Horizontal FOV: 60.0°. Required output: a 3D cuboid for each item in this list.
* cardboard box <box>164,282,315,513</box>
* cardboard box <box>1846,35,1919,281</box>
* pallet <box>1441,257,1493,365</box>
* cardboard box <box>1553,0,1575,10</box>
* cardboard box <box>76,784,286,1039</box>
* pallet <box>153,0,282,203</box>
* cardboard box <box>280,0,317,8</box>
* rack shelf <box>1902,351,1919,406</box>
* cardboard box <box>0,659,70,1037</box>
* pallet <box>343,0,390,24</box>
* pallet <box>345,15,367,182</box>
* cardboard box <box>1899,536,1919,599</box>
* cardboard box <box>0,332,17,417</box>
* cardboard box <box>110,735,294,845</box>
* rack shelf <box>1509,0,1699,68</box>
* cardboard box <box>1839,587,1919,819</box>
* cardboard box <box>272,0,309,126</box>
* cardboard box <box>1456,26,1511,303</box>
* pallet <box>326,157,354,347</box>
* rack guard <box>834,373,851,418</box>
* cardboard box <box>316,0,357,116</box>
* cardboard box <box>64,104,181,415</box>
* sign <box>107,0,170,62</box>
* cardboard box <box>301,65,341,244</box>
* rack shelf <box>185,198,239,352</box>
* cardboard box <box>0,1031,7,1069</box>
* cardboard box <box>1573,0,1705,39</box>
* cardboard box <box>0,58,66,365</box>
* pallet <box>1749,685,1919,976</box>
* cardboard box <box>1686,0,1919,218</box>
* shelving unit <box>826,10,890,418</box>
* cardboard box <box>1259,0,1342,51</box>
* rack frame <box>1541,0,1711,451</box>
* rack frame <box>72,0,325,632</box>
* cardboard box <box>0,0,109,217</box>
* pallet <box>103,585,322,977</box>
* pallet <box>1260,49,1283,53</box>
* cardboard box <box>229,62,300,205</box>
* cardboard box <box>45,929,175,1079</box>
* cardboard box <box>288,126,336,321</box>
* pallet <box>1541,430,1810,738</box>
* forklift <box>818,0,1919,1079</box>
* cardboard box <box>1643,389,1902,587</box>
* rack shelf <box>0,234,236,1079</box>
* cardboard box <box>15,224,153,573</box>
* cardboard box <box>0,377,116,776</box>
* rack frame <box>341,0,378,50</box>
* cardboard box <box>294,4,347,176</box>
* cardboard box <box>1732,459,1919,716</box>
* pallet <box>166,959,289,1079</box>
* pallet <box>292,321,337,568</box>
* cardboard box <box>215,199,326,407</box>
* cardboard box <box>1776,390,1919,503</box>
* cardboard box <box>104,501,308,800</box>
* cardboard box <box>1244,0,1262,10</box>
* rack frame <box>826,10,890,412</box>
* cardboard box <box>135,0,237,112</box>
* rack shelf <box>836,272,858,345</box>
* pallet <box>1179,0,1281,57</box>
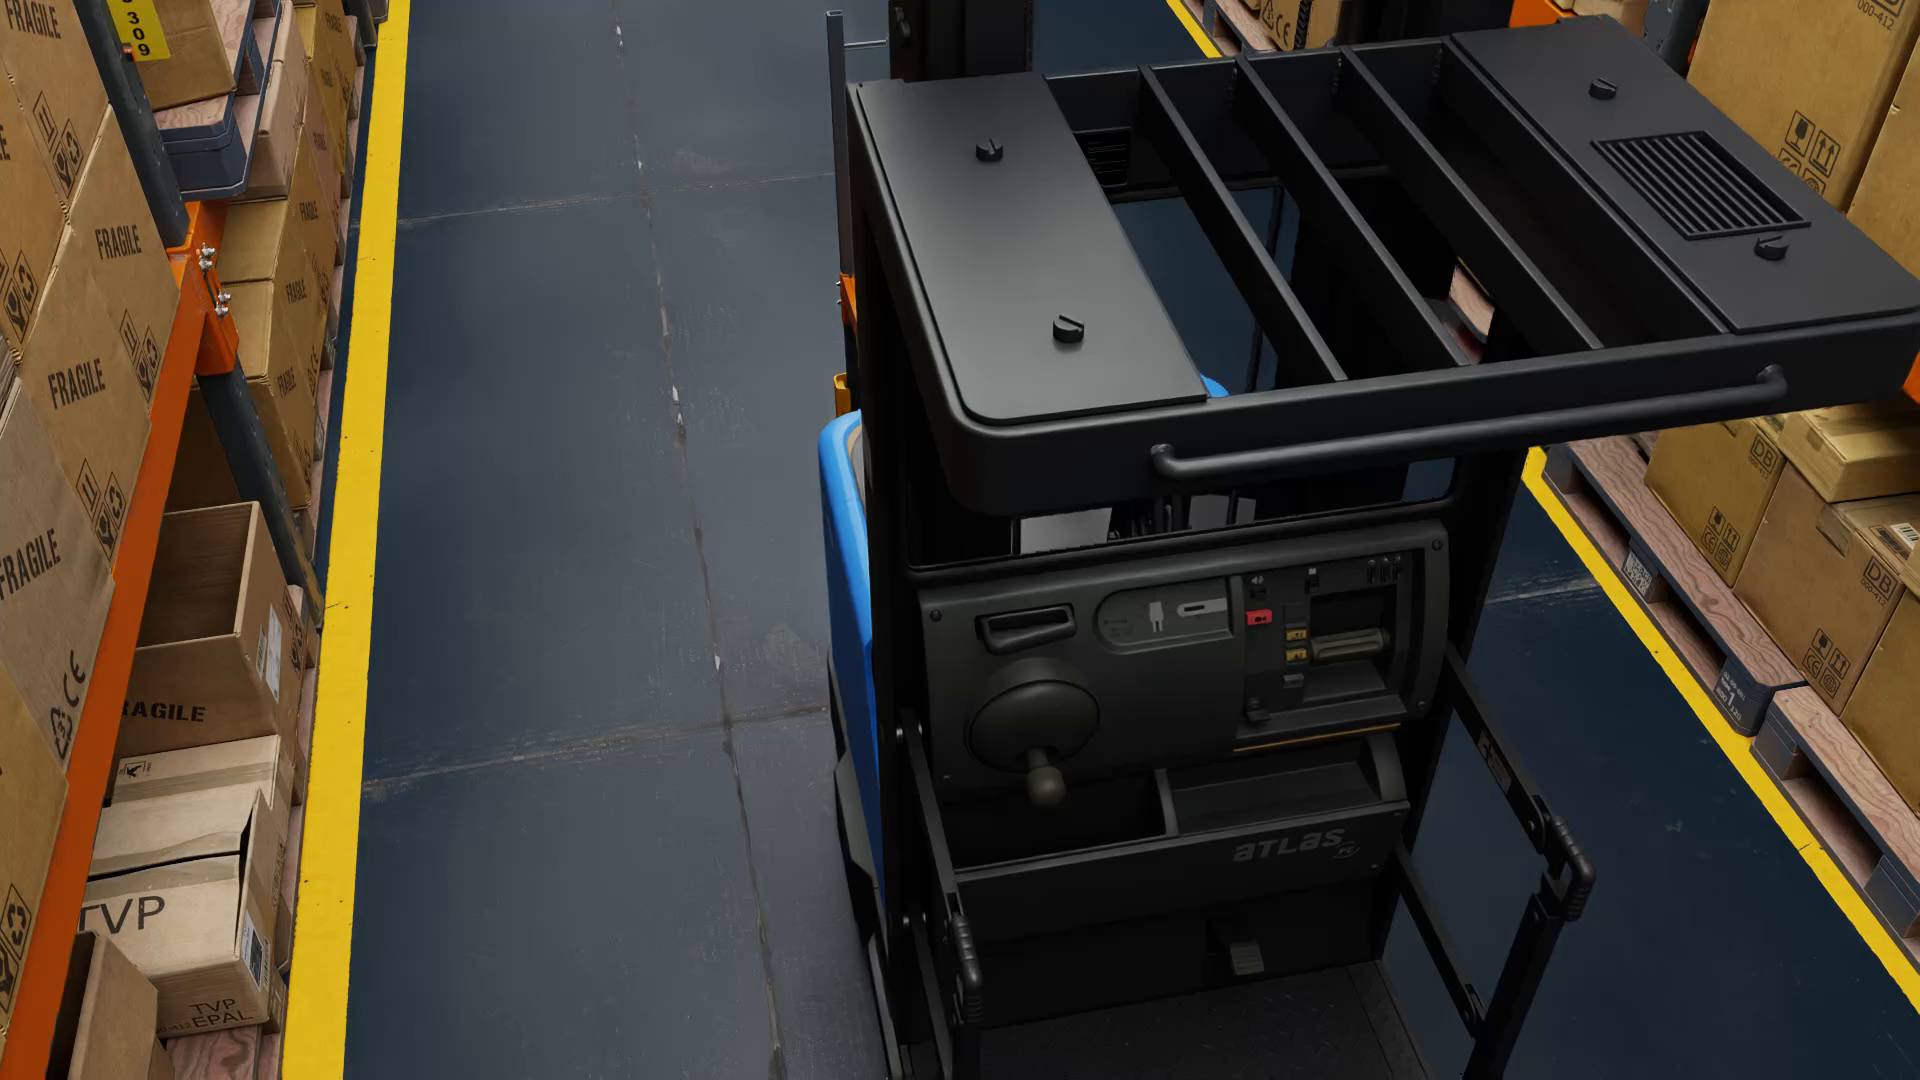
[{"bbox_3d":[-2.265,-0.399,4.992,0.500,0.500,0.500,-10,43,-11],"label":"cardboard box"},{"bbox_3d":[2.691,-0.818,3.685,0.980,0.700,0.700,-9,42,-10],"label":"cardboard box"},{"bbox_3d":[2.198,-0.980,6.195,1.003,0.211,1.213,-8,42,-9],"label":"pallet"},{"bbox_3d":[2.011,-1.786,5.176,0.380,0.149,0.250,-8,42,-8],"label":"cardboard box"},{"bbox_3d":[-1.836,0.835,3.744,0.500,0.311,0.500,-8,42,-9],"label":"cardboard box"},{"bbox_3d":[-2.464,-1.283,4.580,1.003,0.211,1.213,-8,42,-9],"label":"pallet"},{"bbox_3d":[-2.814,-2.316,6.586,0.500,0.250,0.500,-7,42,-8],"label":"cardboard box"},{"bbox_3d":[2.870,0.032,3.496,1.077,0.370,4.000,-8,42,-9],"label":"rack shelf"},{"bbox_3d":[-1.701,0.425,2.436,0.500,0.500,0.500,-8,42,-9],"label":"cardboard box"},{"bbox_3d":[-3.401,-2.910,8.369,1.003,0.211,1.213,-8,42,-9],"label":"pallet"},{"bbox_3d":[-3.137,-1.882,7.211,1.003,0.211,1.213,-8,42,-9],"label":"pallet"},{"bbox_3d":[2.508,0.088,3.970,0.380,0.149,0.250,-9,42,-11],"label":"cardboard box"},{"bbox_3d":[-1.814,-0.283,2.481,0.500,0.500,0.500,-8,42,-9],"label":"cardboard box"},{"bbox_3d":[-1.859,0.644,4.081,0.380,0.149,0.250,-8,42,-9],"label":"cardboard box"},{"bbox_3d":[2.006,-2.561,6.417,1.077,0.370,4.000,-8,42,-9],"label":"rack shelf"},{"bbox_3d":[2.713,0.403,4.103,0.700,0.500,0.500,-7,42,-8],"label":"cardboard box"},{"bbox_3d":[-2.589,-1.653,5.839,0.500,0.250,0.500,-9,42,-10],"label":"cardboard box"},{"bbox_3d":[2.171,-1.289,5.746,0.750,0.750,0.750,-8,42,-9],"label":"cardboard box"},{"bbox_3d":[-2.877,-1.092,6.322,1.003,0.211,1.213,-8,42,-9],"label":"pallet"},{"bbox_3d":[-0.124,-0.466,5.586,0.587,0.250,0.087,-8,42,-9],"label":"rack guard"},{"bbox_3d":[-2.830,-2.071,6.875,0.500,0.500,0.500,-7,42,-8],"label":"cardboard box"},{"bbox_3d":[-2.040,-0.571,3.559,0.500,0.500,0.500,-8,42,-9],"label":"cardboard box"},{"bbox_3d":[-1.870,-1.228,3.721,0.100,0.325,0.005,-8,42,-9],"label":"sign"},{"bbox_3d":[-2.600,-1.396,6.115,0.500,0.500,0.500,-10,43,-11],"label":"cardboard box"},{"bbox_3d":[-2.830,-1.848,5.615,1.077,0.370,4.000,-8,42,-9],"label":"rack shelf"},{"bbox_3d":[-1.595,0.750,2.071,0.500,0.500,0.500,-8,42,-9],"label":"cardboard box"},{"bbox_3d":[2.089,-1.625,4.996,0.380,0.149,0.250,-8,42,-9],"label":"cardboard box"},{"bbox_3d":[-1.923,-0.610,2.849,0.500,0.500,0.500,-9,42,-10],"label":"cardboard box"},{"bbox_3d":[2.792,0.806,4.183,1.003,0.211,1.213,-8,42,-9],"label":"pallet"},{"bbox_3d":[2.539,-1.291,4.219,0.980,0.700,0.700,-8,42,-9],"label":"cardboard box"},{"bbox_3d":[-0.016,-0.610,4.808,0.587,1.500,1.083,-8,42,-9],"label":"shelving unit"},{"bbox_3d":[1.788,-2.415,7.014,0.750,0.750,0.750,-9,42,-9],"label":"cardboard box"},{"bbox_3d":[2.438,-1.533,4.718,1.000,3.000,0.127,-8,42,-9],"label":"rack frame"},{"bbox_3d":[-2.398,-0.821,3.915,1.000,3.000,0.127,-8,42,-9],"label":"rack frame"},{"bbox_3d":[-2.036,-0.942,3.223,0.500,0.500,0.500,-8,42,-9],"label":"cardboard box"},{"bbox_3d":[-2.251,0.667,4.340,1.003,0.211,1.213,-8,42,-9],"label":"pallet"},{"bbox_3d":[1.931,-1.772,7.087,1.003,0.211,1.213,-8,42,-9],"label":"pallet"},{"bbox_3d":[-2.480,-1.328,5.473,0.500,0.250,0.500,-8,42,-9],"label":"cardboard box"},{"bbox_3d":[-1.988,1.165,3.227,0.797,0.503,0.637,-8,42,-9],"label":"cardboard box"},{"bbox_3d":[-2.491,-1.068,5.746,0.500,0.500,0.500,-8,42,-9],"label":"cardboard box"},{"bbox_3d":[2.526,0.014,5.076,1.003,0.211,1.213,-8,42,-9],"label":"pallet"},{"bbox_3d":[0.441,0.299,2.705,1.130,2.935,3.031,-8,42,-9],"label":"forklift"},{"bbox_3d":[2.499,-0.256,4.846,0.700,0.500,0.500,-8,42,-9],"label":"cardboard box"},{"bbox_3d":[-1.966,0.744,2.694,1.077,0.370,4.000,-8,42,-9],"label":"rack shelf"},{"bbox_3d":[-1.927,-0.237,3.182,0.500,0.500,0.500,-7,42,-8],"label":"cardboard box"},{"bbox_3d":[-1.814,0.095,2.808,0.500,0.500,0.500,-7,42,-8],"label":"cardboard box"},{"bbox_3d":[-3.262,-3.414,6.836,1.000,3.000,0.127,-8,42,-9],"label":"rack frame"},{"bbox_3d":[-2.719,-1.735,6.497,0.500,0.500,0.500,-10,43,-11],"label":"cardboard box"},{"bbox_3d":[2.604,0.070,4.478,0.700,0.500,0.500,-9,42,-10],"label":"cardboard box"},{"bbox_3d":[-1.984,1.460,3.447,1.003,0.211,1.213,-8,42,-9],"label":"pallet"},{"bbox_3d":[-2.611,-0.300,5.429,1.003,0.211,1.213,-8,42,-9],"label":"pallet"},{"bbox_3d":[-2.391,-0.743,5.379,0.500,0.500,0.500,-8,42,-9],"label":"cardboard box"},{"bbox_3d":[2.395,-0.250,4.351,0.380,0.149,0.250,-7,42,-8],"label":"cardboard box"},{"bbox_3d":[-1.998,0.278,4.229,0.500,0.500,0.500,-8,42,-9],"label":"cardboard box"},{"bbox_3d":[1.605,-2.984,7.655,0.750,0.750,0.750,-9,42,-10],"label":"cardboard box"},{"bbox_3d":[-0.128,-0.946,5.186,0.500,1.500,0.032,-8,42,-9],"label":"rack frame"},{"bbox_3d":[-2.282,-1.355,4.125,0.700,0.500,0.500,-23,46,-23],"label":"cardboard box"},{"bbox_3d":[-0.018,-0.482,4.934,0.538,0.185,1.000,-8,42,-9],"label":"rack shelf"},{"bbox_3d":[1.671,-2.561,7.977,1.003,0.211,1.213,-8,42,-9],"label":"pallet"}]
